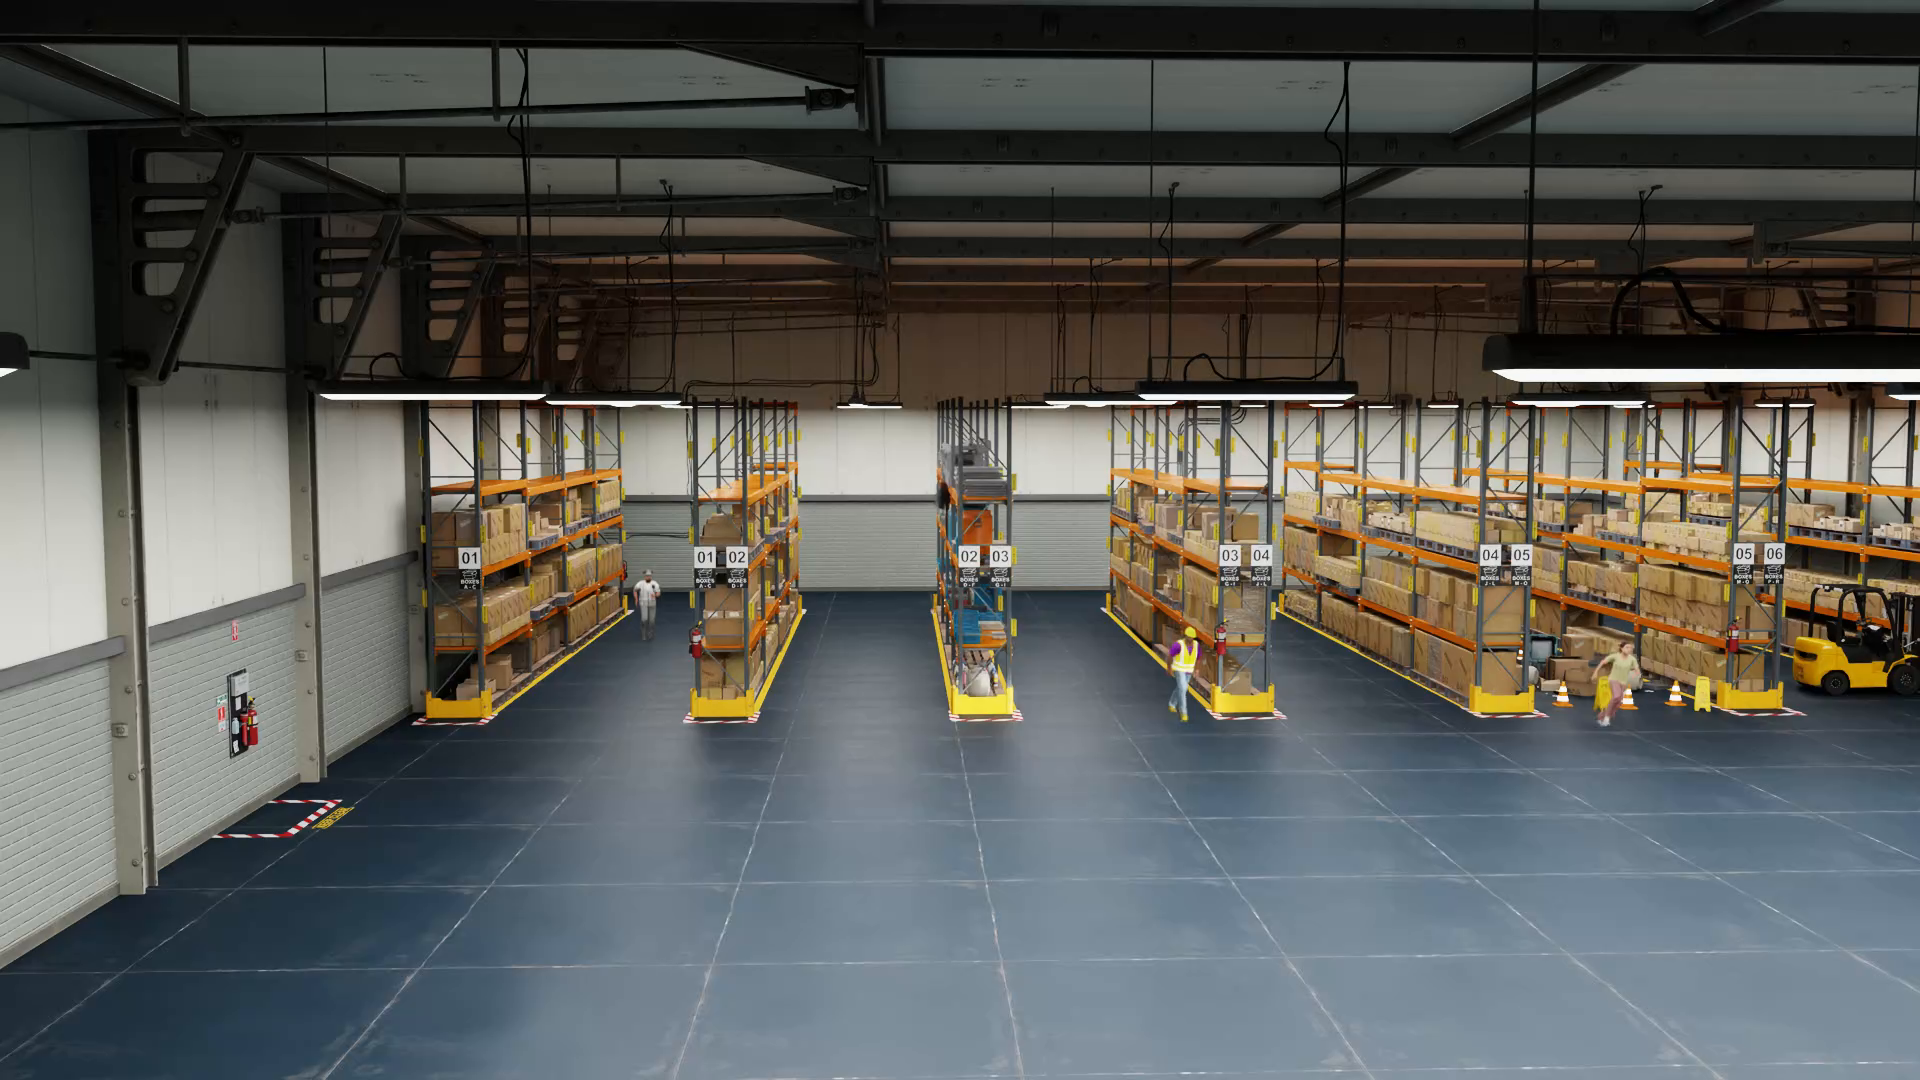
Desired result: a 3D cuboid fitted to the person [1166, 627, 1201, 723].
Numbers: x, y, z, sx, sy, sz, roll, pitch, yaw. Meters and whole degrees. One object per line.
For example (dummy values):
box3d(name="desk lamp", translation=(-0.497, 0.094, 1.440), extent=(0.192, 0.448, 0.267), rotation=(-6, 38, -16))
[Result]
box3d(name="person", translation=(4.178, 2.468, 31.118), extent=(0.628, 1.740, 0.945), rotation=(-3, 5, -30))

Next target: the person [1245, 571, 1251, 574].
box3d(name="person", translation=(8.133, 1.196, 47.838), extent=(0.541, 1.632, 0.620), rotation=(0, 4, -2))

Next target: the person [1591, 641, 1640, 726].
box3d(name="person", translation=(11.976, 2.613, 30.234), extent=(0.734, 1.580, 0.651), rotation=(-1, 4, -9))

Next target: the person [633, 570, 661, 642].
box3d(name="person", translation=(-7.784, 1.648, 41.456), extent=(0.645, 1.820, 0.730), rotation=(-1, 5, -17))
